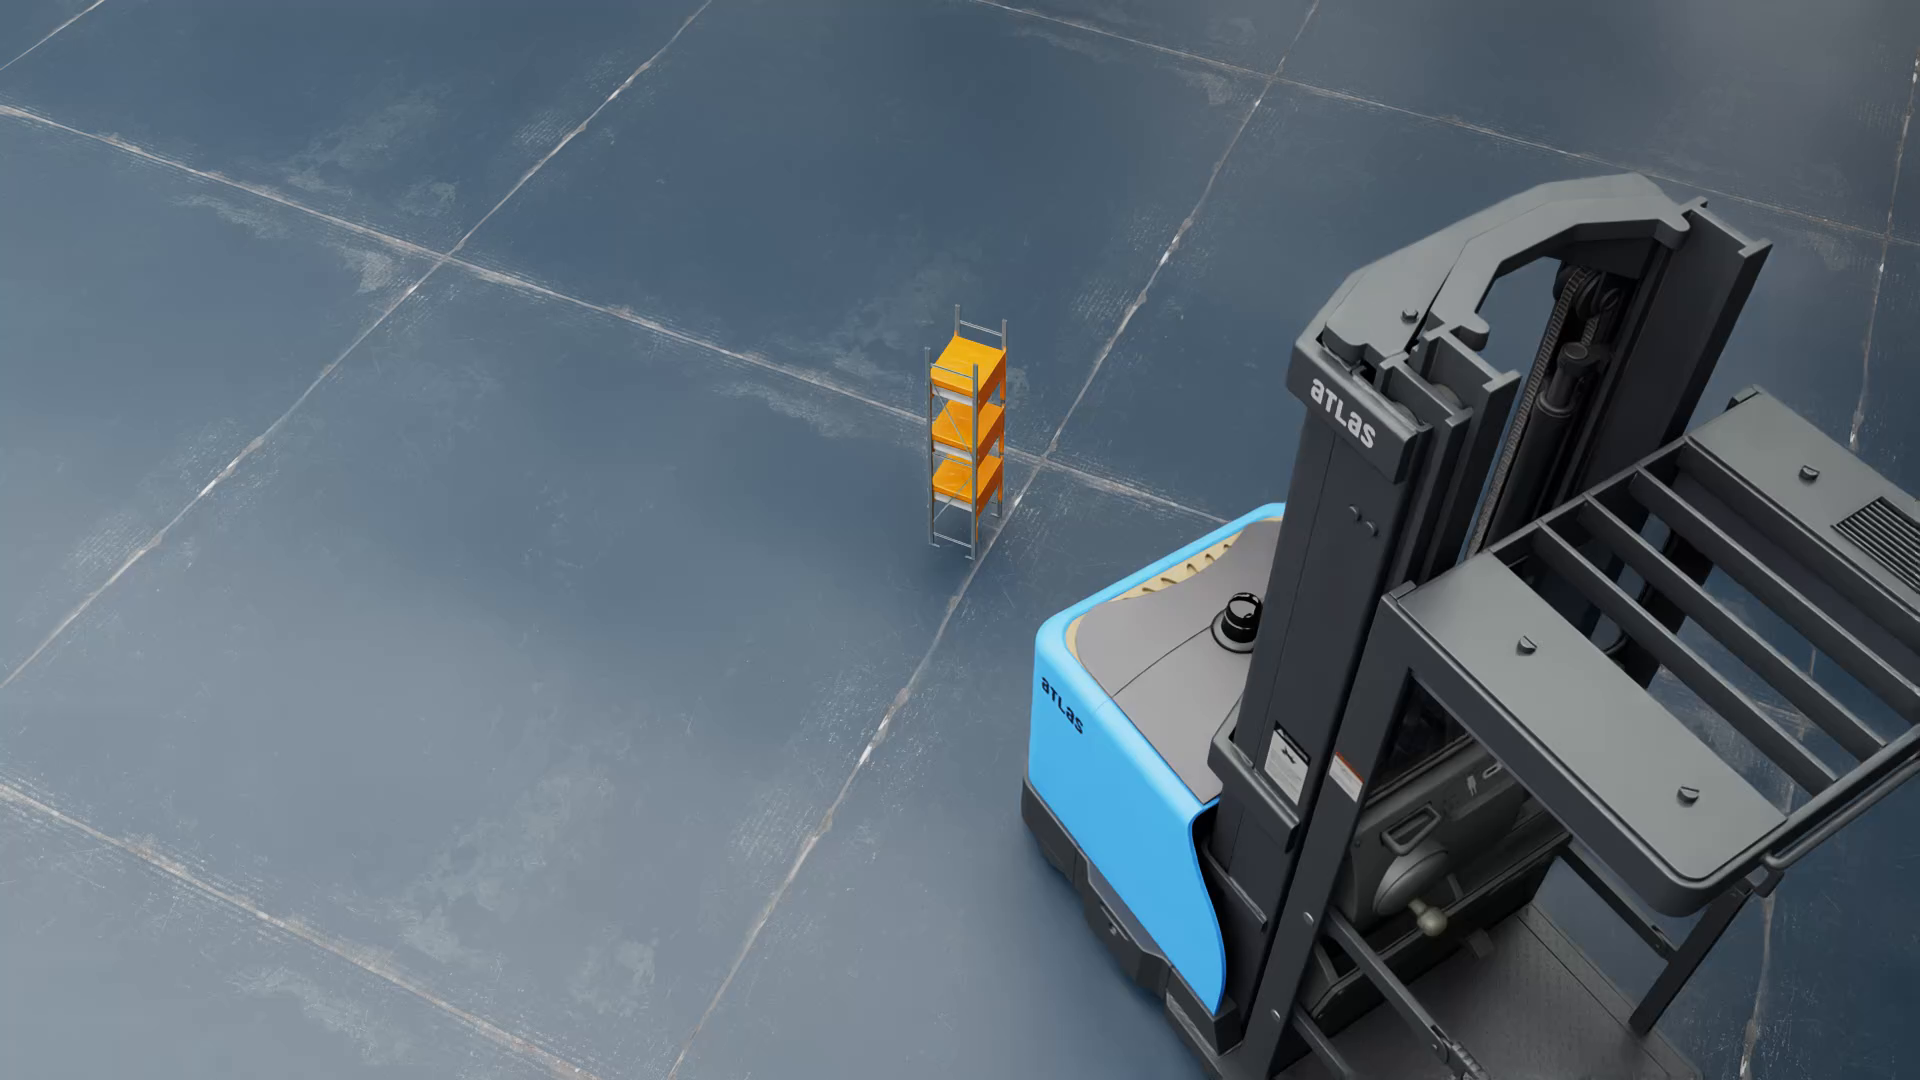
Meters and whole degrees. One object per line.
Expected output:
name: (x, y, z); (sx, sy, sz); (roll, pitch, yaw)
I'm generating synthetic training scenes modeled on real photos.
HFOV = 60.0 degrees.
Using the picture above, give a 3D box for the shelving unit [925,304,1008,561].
shelving unit: (0.023, -0.377, 6.197); (0.215, 1.050, 0.252); (20, 52, 16)

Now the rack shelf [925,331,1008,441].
rack shelf: (0.023, -0.554, 5.989); (0.215, 0.259, 0.240); (20, 52, 16)

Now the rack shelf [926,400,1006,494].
rack shelf: (0.023, -0.370, 6.205); (0.215, 0.259, 0.240); (20, 52, 16)

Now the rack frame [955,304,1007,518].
rack frame: (0.075, -0.461, 6.268); (0.200, 1.050, 0.008); (20, 52, 16)

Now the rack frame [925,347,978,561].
rack frame: (-0.029, -0.293, 6.125); (0.200, 1.050, 0.008); (20, 52, 16)

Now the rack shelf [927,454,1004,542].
rack shelf: (0.023, -0.190, 6.416); (0.215, 0.259, 0.240); (20, 52, 16)

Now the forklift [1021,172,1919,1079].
forklift: (1.432, 0.746, 4.006); (1.130, 2.935, 3.031); (-26, 54, -21)
